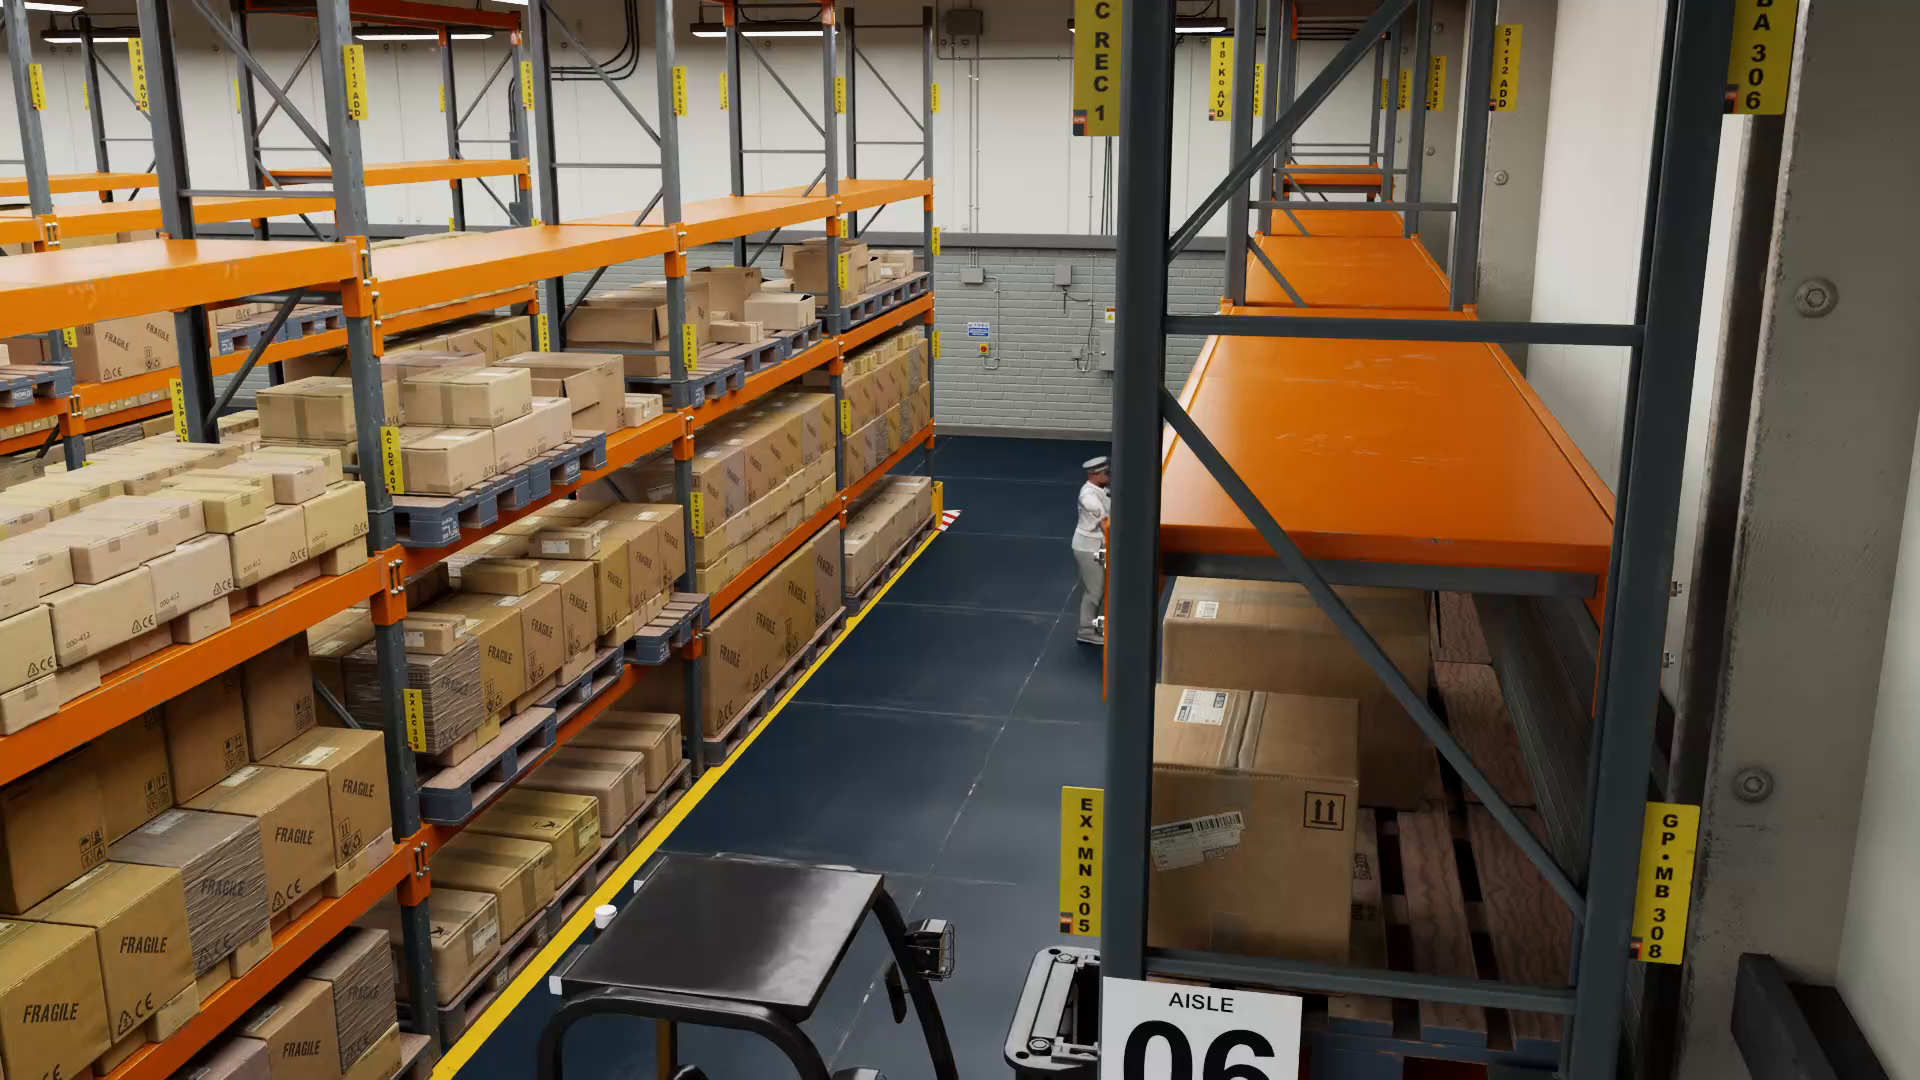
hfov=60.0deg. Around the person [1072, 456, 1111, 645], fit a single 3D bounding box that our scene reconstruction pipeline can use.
[{"bbox_3d":[1.343,0.082,15.660,0.572,1.770,0.490,3,15,10],"label":"person"}]
